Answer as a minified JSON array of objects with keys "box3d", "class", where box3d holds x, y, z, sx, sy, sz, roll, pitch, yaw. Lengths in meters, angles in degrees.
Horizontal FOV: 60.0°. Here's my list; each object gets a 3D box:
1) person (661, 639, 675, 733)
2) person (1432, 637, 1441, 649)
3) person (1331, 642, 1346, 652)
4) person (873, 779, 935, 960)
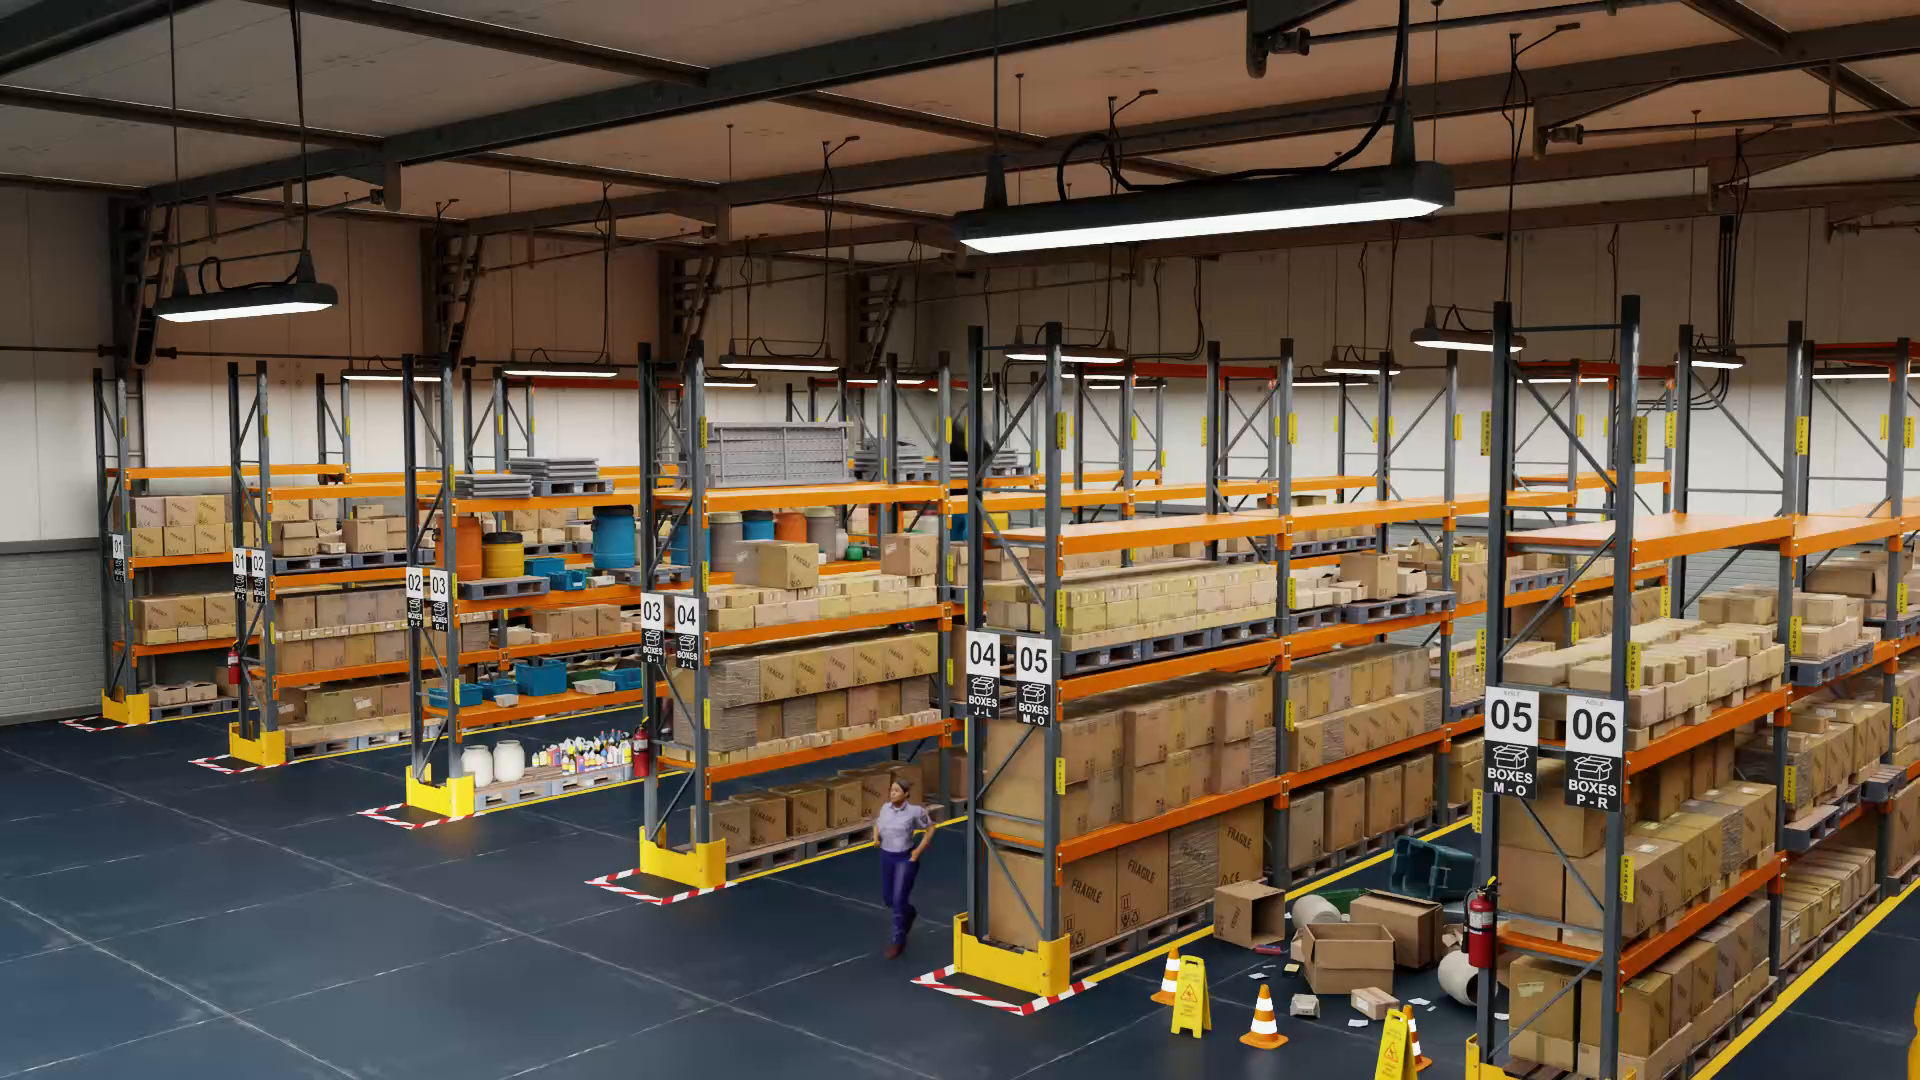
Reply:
[{"box3d":[-4.819,2.351,27.173,0.580,1.624,0.533,3,5,37],"class":"person"},{"box3d":[7.442,2.380,25.847,0.657,1.749,0.631,4,6,44],"class":"person"},{"box3d":[5.936,2.418,26.219,0.575,1.660,0.562,3,5,32],"class":"person"},{"box3d":[-0.586,3.161,16.212,0.611,1.681,0.787,3,5,32],"class":"person"}]
